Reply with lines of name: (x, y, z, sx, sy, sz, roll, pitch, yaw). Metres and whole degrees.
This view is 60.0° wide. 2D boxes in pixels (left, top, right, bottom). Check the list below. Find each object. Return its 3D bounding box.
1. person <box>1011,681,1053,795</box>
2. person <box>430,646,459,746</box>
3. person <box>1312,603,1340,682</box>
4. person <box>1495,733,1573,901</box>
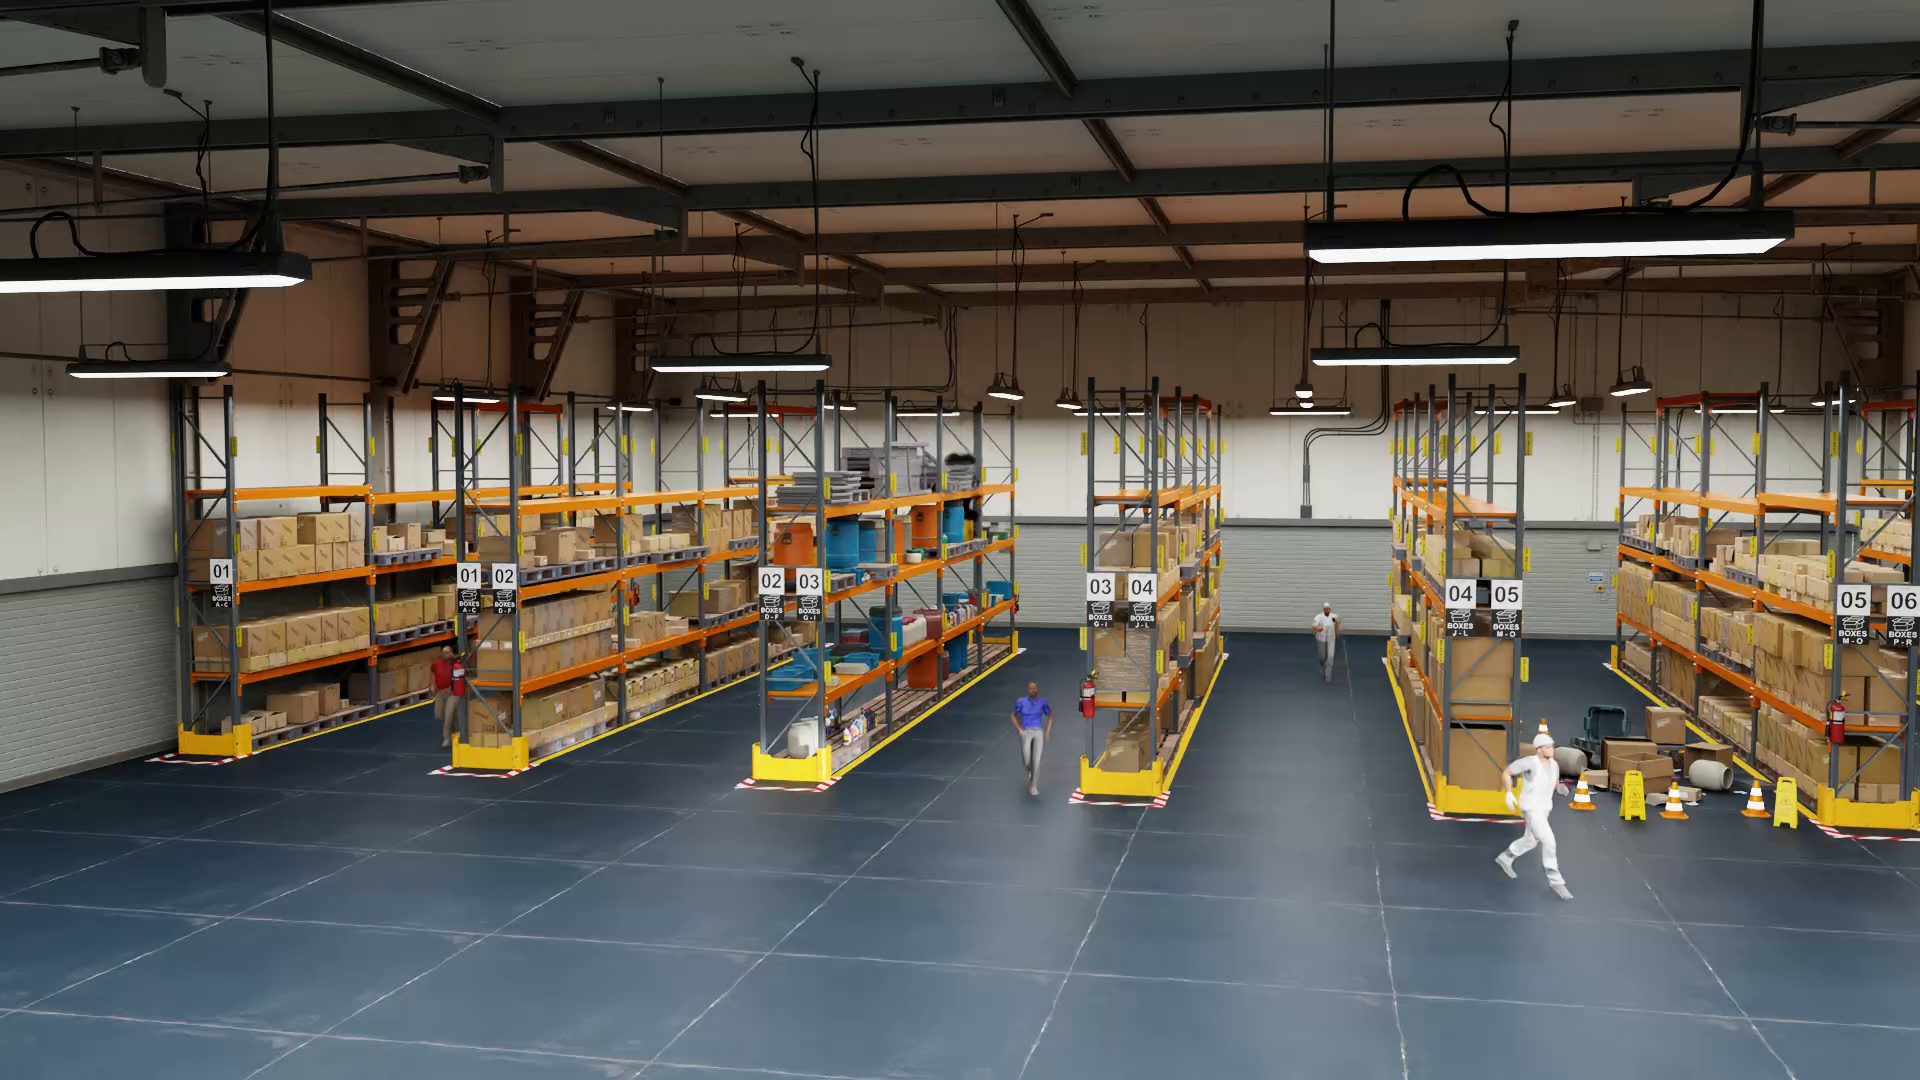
person: (1.049, 2.853, 24.199, 0.613, 1.633, 0.596, 0, 3, 4)
person: (-8.621, 2.621, 28.003, 0.702, 1.679, 0.707, 0, 3, 7)
person: (7.888, 2.199, 35.835, 0.619, 1.716, 0.909, 0, 3, 8)
person: (6.467, 3.060, 18.725, 0.688, 1.807, 1.018, -2, 4, -33)
